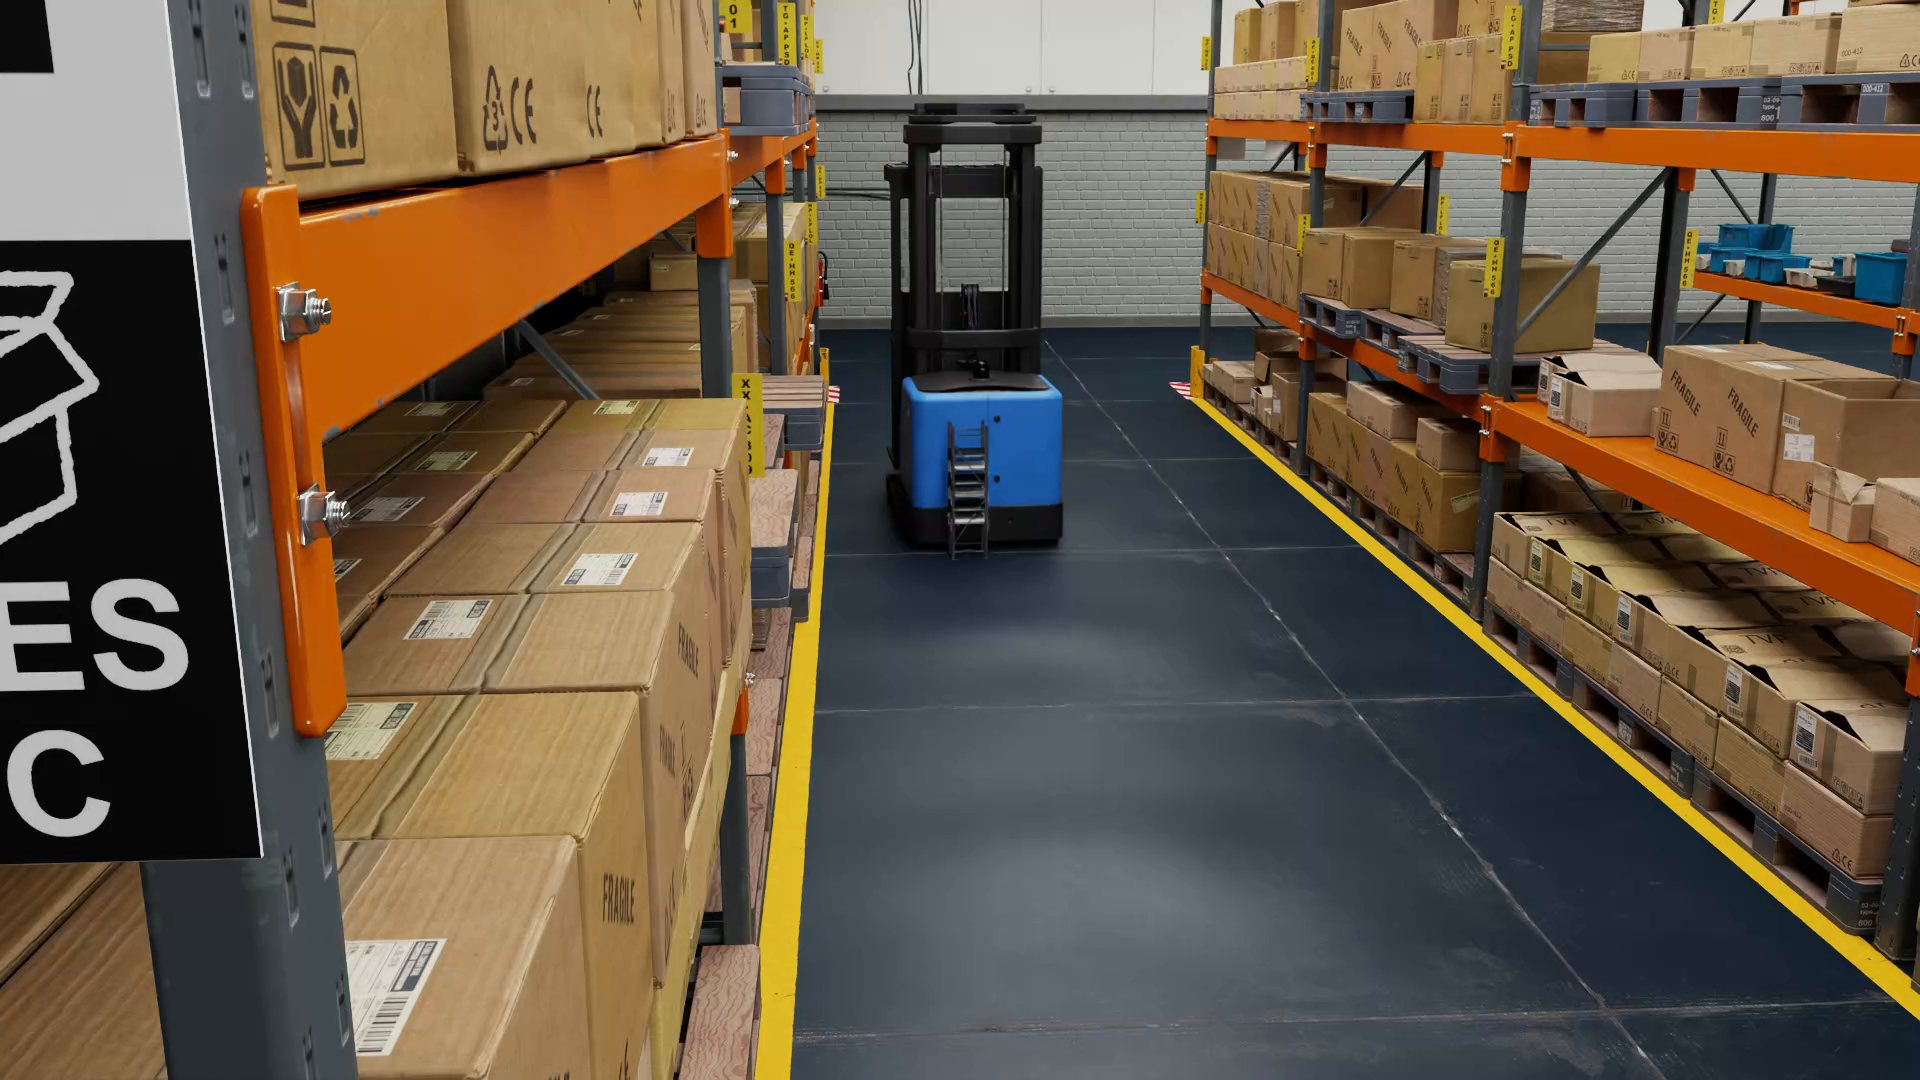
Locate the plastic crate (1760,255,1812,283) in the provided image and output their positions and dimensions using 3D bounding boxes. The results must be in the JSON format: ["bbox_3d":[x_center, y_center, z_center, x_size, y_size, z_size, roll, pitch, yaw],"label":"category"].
[{"bbox_3d":[7.733,-2.539,15.592,0.416,0.233,0.300,-1,14,-3],"label":"plastic crate"}]

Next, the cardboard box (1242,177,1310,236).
[{"bbox_3d":[2.865,-3.022,15.044,0.500,0.500,0.500,-1,14,-4],"label":"cardboard box"}]

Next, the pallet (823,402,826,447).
[{"bbox_3d":[-1.742,-1.056,15.208,1.003,0.211,1.213,-1,14,-3],"label":"pallet"}]

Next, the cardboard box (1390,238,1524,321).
[{"bbox_3d":[3.421,-1.803,11.471,0.700,0.500,0.500,-5,15,-18],"label":"cardboard box"}]

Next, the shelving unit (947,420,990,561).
[{"bbox_3d":[0.053,-0.326,10.988,0.258,0.900,0.210,-2,15,-6],"label":"shelving unit"}]

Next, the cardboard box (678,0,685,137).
[{"bbox_3d":[-0.902,-1.186,3.854,0.500,0.500,0.500,-2,15,-8],"label":"cardboard box"}]

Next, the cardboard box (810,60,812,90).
[{"bbox_3d":[-1.561,-4.102,14.687,0.500,0.250,0.500,-1,14,-5],"label":"cardboard box"}]

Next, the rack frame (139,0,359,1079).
[{"bbox_3d":[-0.948,1.072,1.340,0.949,2.616,0.053,-1,14,-3],"label":"rack frame"}]

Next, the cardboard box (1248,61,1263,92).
[{"bbox_3d":[2.862,-4.102,14.726,0.500,0.250,0.500,-1,14,-3],"label":"cardboard box"}]

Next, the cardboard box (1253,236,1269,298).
[{"bbox_3d":[2.895,-2.414,14.689,0.500,0.500,0.500,-1,14,-2],"label":"cardboard box"}]

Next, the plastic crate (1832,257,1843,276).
[{"bbox_3d":[8.329,-2.501,15.443,0.416,0.233,0.300,-1,14,-3],"label":"plastic crate"}]

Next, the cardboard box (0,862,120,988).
[{"bbox_3d":[-1.192,0.658,1.705,0.500,0.500,0.500,-1,14,-4],"label":"cardboard box"}]

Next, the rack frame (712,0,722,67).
[{"bbox_3d":[-1.199,-2.828,4.458,1.000,3.000,0.127,-1,14,-3],"label":"rack frame"}]

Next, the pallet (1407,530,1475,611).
[{"bbox_3d":[3.489,0.169,10.444,1.003,0.211,1.213,-1,14,-3],"label":"pallet"}]

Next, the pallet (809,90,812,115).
[{"bbox_3d":[-1.807,-3.828,14.544,1.003,0.211,1.213,-1,14,-3],"label":"pallet"}]

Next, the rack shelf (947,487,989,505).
[{"bbox_3d":[0.053,-0.294,10.996,0.258,0.077,0.200,-2,15,-6],"label":"rack shelf"}]

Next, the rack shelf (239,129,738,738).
[{"bbox_3d":[-1.075,-0.529,2.988,1.077,0.370,4.000,-1,14,-3],"label":"rack shelf"}]

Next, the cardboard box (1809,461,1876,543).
[{"bbox_3d":[3.507,-0.151,6.362,0.396,0.266,0.258,-1,14,-5],"label":"cardboard box"}]

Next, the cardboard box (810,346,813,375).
[{"bbox_3d":[-1.768,-1.603,15.910,0.700,0.500,0.500,-1,14,-4],"label":"cardboard box"}]

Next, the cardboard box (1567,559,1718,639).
[{"bbox_3d":[3.307,0.254,8.069,0.500,0.311,0.500,-1,14,-5],"label":"cardboard box"}]

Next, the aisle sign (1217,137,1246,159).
[{"bbox_3d":[2.704,-4.256,16.830,0.394,0.787,0.004,-1,14,-3],"label":"aisle sign"}]

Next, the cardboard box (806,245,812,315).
[{"bbox_3d":[-1.712,-2.193,13.427,0.980,0.700,0.700,-1,14,-3],"label":"cardboard box"}]

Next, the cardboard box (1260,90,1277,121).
[{"bbox_3d":[2.894,-3.735,14.305,0.500,0.250,0.500,-1,14,-3],"label":"cardboard box"}]

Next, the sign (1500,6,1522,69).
[{"bbox_3d":[2.956,-2.690,8.904,0.100,0.325,0.005,-1,14,-3],"label":"sign"}]

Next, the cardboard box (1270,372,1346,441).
[{"bbox_3d":[2.931,-1.129,14.030,0.500,0.500,0.500,-1,14,-3],"label":"cardboard box"}]

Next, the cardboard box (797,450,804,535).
[{"bbox_3d":[-1.409,-0.483,10.854,0.750,0.750,0.750,-1,14,-4],"label":"cardboard box"}]

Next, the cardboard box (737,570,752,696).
[{"bbox_3d":[-0.867,0.253,4.782,0.500,0.250,0.500,-1,14,-3],"label":"cardboard box"}]

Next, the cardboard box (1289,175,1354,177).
[{"bbox_3d":[3.373,-3.156,15.566,0.500,0.500,0.500,0,14,-2],"label":"cardboard box"}]

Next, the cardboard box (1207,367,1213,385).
[{"bbox_3d":[2.700,-1.654,16.737,0.380,0.166,0.250,-1,14,-3],"label":"cardboard box"}]

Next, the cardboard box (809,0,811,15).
[{"bbox_3d":[-1.564,-4.470,14.612,0.500,0.500,0.500,-2,15,-6],"label":"cardboard box"}]

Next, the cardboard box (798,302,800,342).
[{"bbox_3d":[-1.274,-1.498,10.492,0.500,0.500,0.500,-1,14,-4],"label":"cardboard box"}]

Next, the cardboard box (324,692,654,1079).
[{"bbox_3d":[-0.701,0.526,2.220,0.500,0.500,0.500,-1,14,-3],"label":"cardboard box"}]

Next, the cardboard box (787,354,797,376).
[{"bbox_3d":[-1.175,-1.021,9.939,0.380,0.149,0.250,0,14,-2],"label":"cardboard box"}]

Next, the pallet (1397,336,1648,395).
[{"bbox_3d":[3.385,-1.069,10.048,1.213,0.211,1.003,-1,14,-3],"label":"pallet"}]

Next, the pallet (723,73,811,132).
[{"bbox_3d":[-1.198,-1.697,6.461,1.213,0.211,1.003,-1,14,-3],"label":"pallet"}]

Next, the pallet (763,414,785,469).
[{"bbox_3d":[-1.283,-0.333,7.185,1.003,0.211,1.213,-1,14,-3],"label":"pallet"}]

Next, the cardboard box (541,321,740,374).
[{"bbox_3d":[-1.296,-0.614,6.808,0.700,0.500,0.500,1,14,4],"label":"cardboard box"}]

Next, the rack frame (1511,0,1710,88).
[{"bbox_3d":[3.497,-3.900,8.625,1.000,3.000,0.127,-1,14,-3],"label":"rack frame"}]

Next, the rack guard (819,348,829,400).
[{"bbox_3d":[-1.944,-1.702,17.140,1.175,0.500,0.348,-1,14,-3],"label":"rack guard"}]

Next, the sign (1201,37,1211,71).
[{"bbox_3d":[2.460,-4.852,16.590,0.100,0.325,0.005,-1,14,-3],"label":"sign"}]

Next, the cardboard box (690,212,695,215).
[{"bbox_3d":[-1.851,-2.105,11.343,0.500,0.250,0.500,-1,14,-5],"label":"cardboard box"}]

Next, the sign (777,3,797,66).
[{"bbox_3d":[-0.905,-2.628,8.665,0.100,0.325,0.005,-1,14,-3],"label":"sign"}]

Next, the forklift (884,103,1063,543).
[{"bbox_3d":[0.019,-1.717,12.316,1.130,2.935,3.031,-2,15,-6],"label":"forklift"}]

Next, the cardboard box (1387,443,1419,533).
[{"bbox_3d":[3.173,-0.355,11.020,0.500,0.500,0.500,-1,14,-5],"label":"cardboard box"}]

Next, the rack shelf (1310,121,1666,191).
[{"bbox_3d":[3.374,-2.596,11.022,1.077,0.370,4.000,-1,14,-3],"label":"rack shelf"}]

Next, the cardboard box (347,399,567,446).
[{"bbox_3d":[-1.378,-0.103,4.662,0.500,0.500,0.500,-1,14,-5],"label":"cardboard box"}]

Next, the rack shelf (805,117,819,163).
[{"bbox_3d":[-1.818,-3.514,14.588,1.077,0.370,4.000,-1,14,-3],"label":"rack shelf"}]

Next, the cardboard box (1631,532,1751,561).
[{"bbox_3d":[3.814,0.117,8.600,0.500,0.311,0.500,-1,14,-4],"label":"cardboard box"}]

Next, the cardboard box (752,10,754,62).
[{"bbox_3d":[-1.683,-3.143,10.618,0.700,0.500,0.500,-1,14,-3],"label":"cardboard box"}]

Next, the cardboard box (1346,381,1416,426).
[{"bbox_3d":[3.098,-0.983,11.954,0.500,0.250,0.500,-1,14,-3],"label":"cardboard box"}]

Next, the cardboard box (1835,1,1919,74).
[{"bbox_3d":[3.680,-1.873,6.226,0.500,0.250,0.500,-2,15,-9],"label":"cardboard box"}]

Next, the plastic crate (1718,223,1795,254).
[{"bbox_3d":[8.153,-3.026,17.075,0.616,0.435,0.499,-1,14,-3],"label":"plastic crate"}]

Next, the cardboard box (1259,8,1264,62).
[{"bbox_3d":[3.134,-4.594,15.134,0.700,0.500,0.500,-1,14,-3],"label":"cardboard box"}]

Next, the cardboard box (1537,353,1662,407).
[{"bbox_3d":[3.476,-0.861,9.030,0.500,0.311,0.500,0,14,0],"label":"cardboard box"}]

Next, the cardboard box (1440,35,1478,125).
[{"bbox_3d":[3.405,-2.731,9.899,0.910,0.500,0.500,-1,14,-3],"label":"cardboard box"}]

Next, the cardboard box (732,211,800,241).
[{"bbox_3d":[-1.356,-2.111,11.369,0.500,0.250,0.500,-1,14,-2],"label":"cardboard box"}]

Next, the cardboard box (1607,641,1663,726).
[{"bbox_3d":[3.338,0.650,7.656,0.500,0.250,0.500,-1,14,-2],"label":"cardboard box"}]
